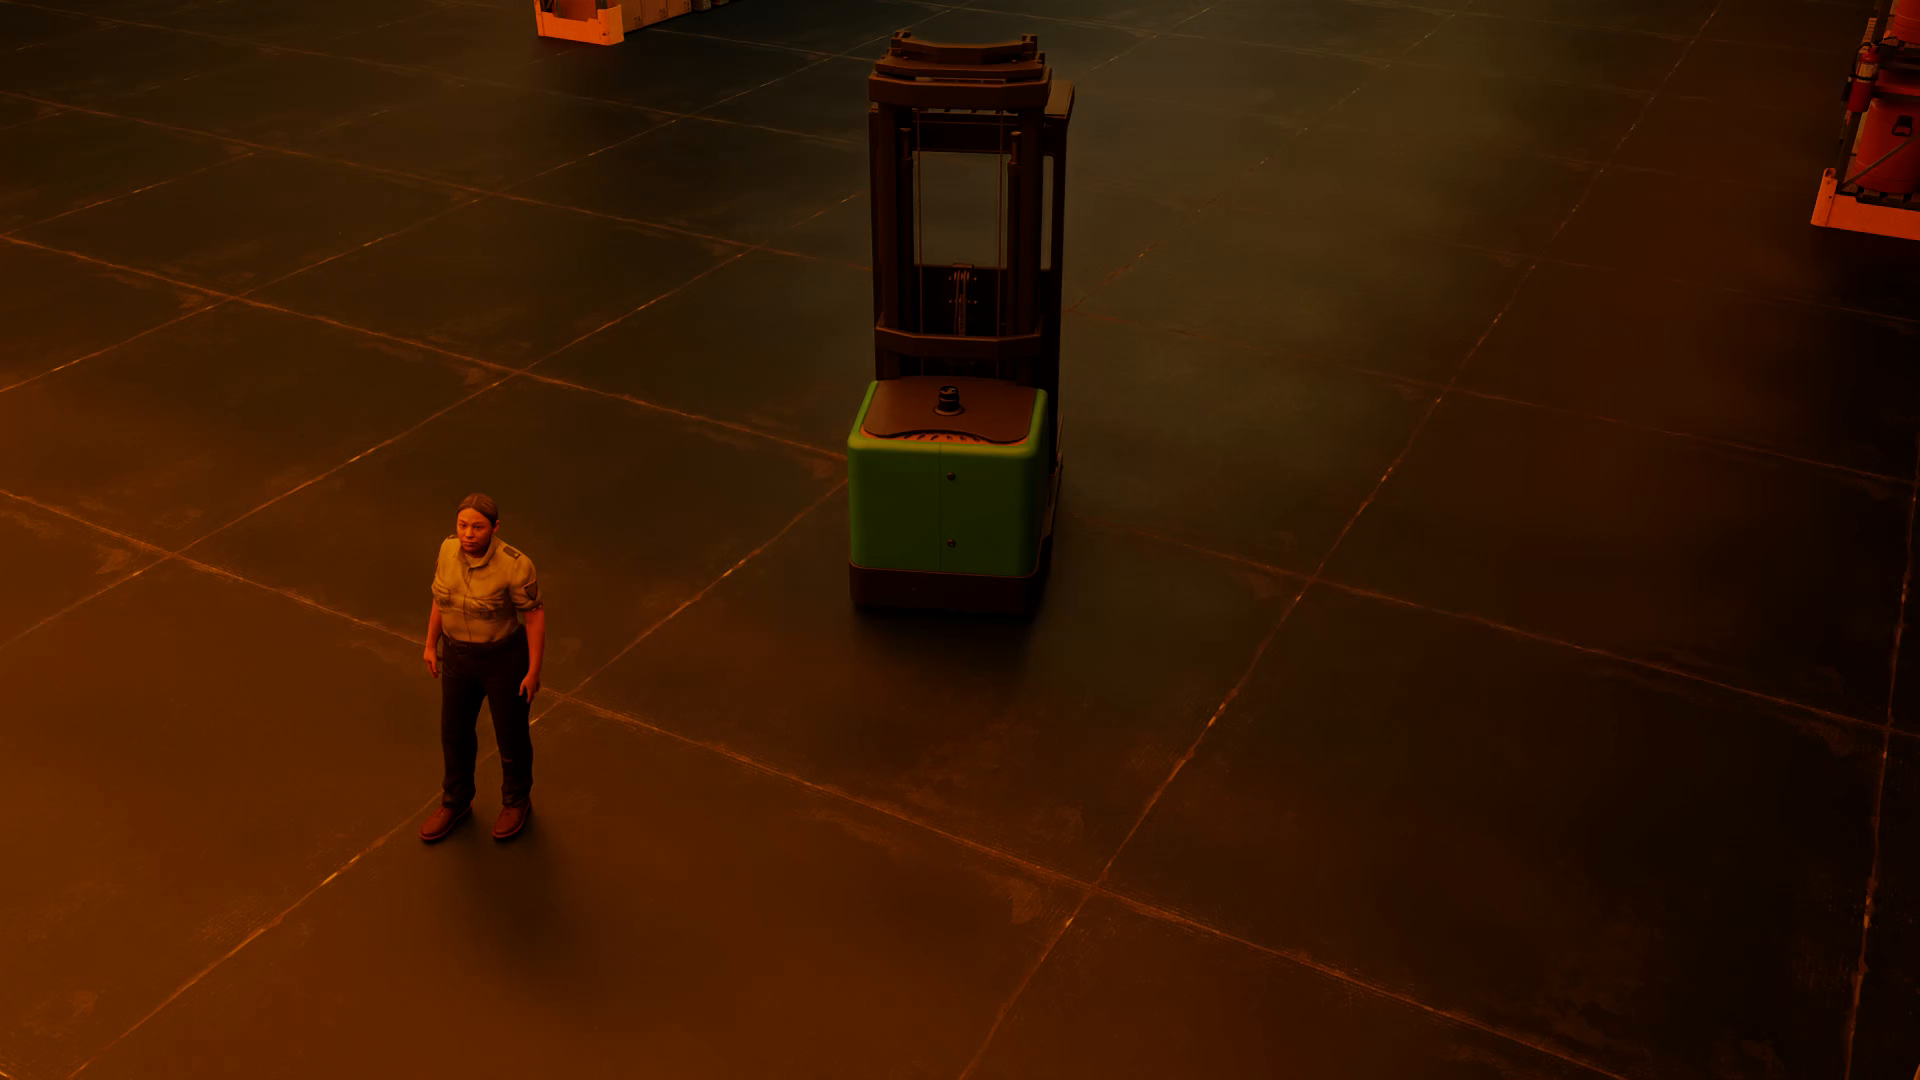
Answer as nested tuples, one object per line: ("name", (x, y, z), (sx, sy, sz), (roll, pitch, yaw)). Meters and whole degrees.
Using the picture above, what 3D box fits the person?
("person", (-2.140, 0.584, 7.329), (0.598, 1.651, 0.502), (9, 31, 15))

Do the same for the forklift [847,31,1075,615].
("forklift", (0.072, -1.572, 9.794), (1.130, 2.935, 3.031), (3, 30, 6))
